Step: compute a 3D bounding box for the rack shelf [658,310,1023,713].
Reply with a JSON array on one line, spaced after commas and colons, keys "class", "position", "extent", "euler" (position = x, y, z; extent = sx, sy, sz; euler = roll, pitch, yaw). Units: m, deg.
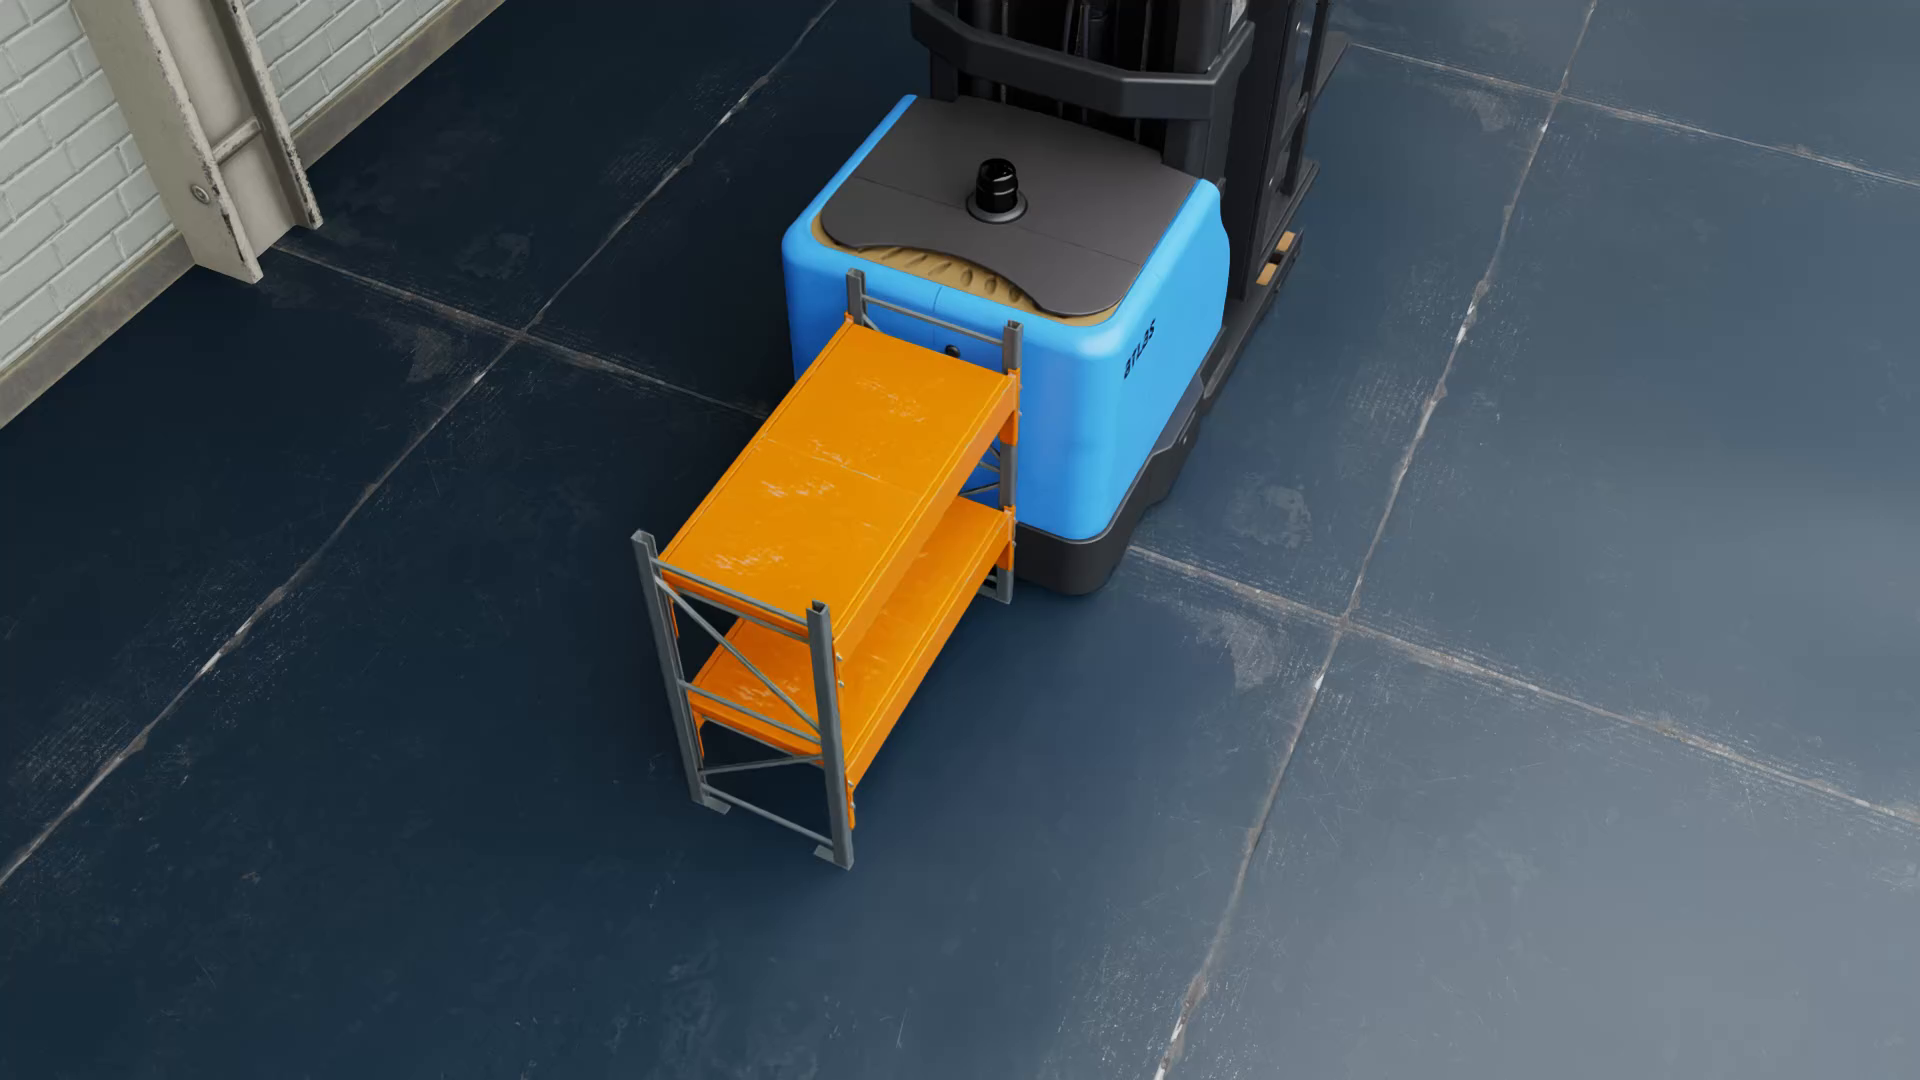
[{"class": "rack shelf", "position": [-0.293, -0.103, 4.215], "extent": [0.538, 0.278, 1.000], "euler": [21, 53, 17]}]

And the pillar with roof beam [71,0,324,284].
[{"class": "pillar with roof beam", "position": [1.273, -2.631, 1.580], "extent": [9.100, 9.000, 0.400], "euler": [20, 52, 16]}]

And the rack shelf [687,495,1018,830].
[{"class": "rack shelf", "position": [-0.293, 0.245, 4.624], "extent": [0.538, 0.278, 1.000], "euler": [21, 53, 17]}]

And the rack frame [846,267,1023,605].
[{"class": "rack frame", "position": [-0.069, -0.261, 4.733], "extent": [0.500, 1.125, 0.032], "euler": [21, 53, 17]}]

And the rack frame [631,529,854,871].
[{"class": "rack frame", "position": [-0.518, 0.434, 4.142], "extent": [0.500, 1.125, 0.032], "euler": [21, 53, 17]}]

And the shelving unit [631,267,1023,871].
[{"class": "shelving unit", "position": [-0.293, 0.087, 4.438], "extent": [0.538, 1.125, 1.048], "euler": [21, 53, 17]}]

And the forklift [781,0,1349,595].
[{"class": "forklift", "position": [0.593, -1.921, 4.960], "extent": [1.130, 2.935, 3.031], "euler": [21, 53, 17]}]
